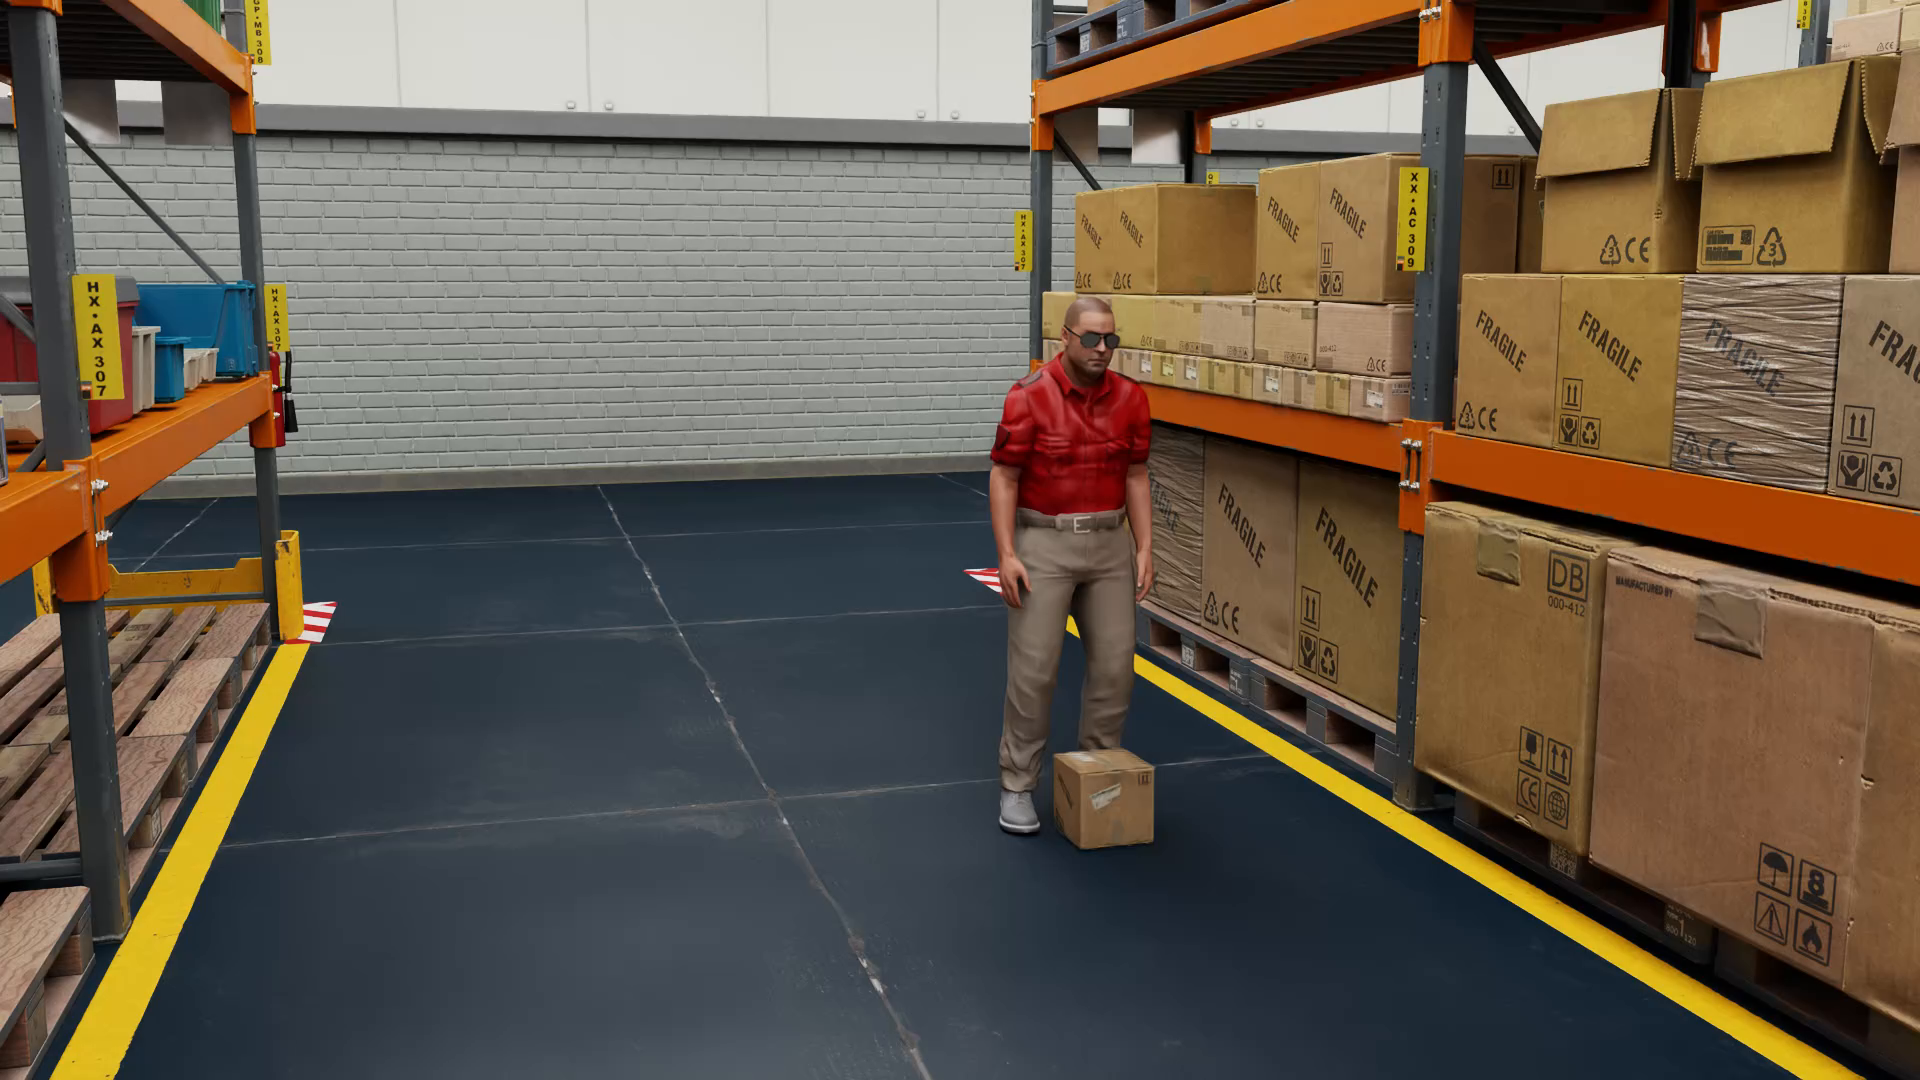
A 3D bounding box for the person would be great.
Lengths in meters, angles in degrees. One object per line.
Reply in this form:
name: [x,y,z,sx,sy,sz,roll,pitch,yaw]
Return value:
person: [0.375,0.068,5.493,0.572,1.727,0.390,-3,10,-18]
